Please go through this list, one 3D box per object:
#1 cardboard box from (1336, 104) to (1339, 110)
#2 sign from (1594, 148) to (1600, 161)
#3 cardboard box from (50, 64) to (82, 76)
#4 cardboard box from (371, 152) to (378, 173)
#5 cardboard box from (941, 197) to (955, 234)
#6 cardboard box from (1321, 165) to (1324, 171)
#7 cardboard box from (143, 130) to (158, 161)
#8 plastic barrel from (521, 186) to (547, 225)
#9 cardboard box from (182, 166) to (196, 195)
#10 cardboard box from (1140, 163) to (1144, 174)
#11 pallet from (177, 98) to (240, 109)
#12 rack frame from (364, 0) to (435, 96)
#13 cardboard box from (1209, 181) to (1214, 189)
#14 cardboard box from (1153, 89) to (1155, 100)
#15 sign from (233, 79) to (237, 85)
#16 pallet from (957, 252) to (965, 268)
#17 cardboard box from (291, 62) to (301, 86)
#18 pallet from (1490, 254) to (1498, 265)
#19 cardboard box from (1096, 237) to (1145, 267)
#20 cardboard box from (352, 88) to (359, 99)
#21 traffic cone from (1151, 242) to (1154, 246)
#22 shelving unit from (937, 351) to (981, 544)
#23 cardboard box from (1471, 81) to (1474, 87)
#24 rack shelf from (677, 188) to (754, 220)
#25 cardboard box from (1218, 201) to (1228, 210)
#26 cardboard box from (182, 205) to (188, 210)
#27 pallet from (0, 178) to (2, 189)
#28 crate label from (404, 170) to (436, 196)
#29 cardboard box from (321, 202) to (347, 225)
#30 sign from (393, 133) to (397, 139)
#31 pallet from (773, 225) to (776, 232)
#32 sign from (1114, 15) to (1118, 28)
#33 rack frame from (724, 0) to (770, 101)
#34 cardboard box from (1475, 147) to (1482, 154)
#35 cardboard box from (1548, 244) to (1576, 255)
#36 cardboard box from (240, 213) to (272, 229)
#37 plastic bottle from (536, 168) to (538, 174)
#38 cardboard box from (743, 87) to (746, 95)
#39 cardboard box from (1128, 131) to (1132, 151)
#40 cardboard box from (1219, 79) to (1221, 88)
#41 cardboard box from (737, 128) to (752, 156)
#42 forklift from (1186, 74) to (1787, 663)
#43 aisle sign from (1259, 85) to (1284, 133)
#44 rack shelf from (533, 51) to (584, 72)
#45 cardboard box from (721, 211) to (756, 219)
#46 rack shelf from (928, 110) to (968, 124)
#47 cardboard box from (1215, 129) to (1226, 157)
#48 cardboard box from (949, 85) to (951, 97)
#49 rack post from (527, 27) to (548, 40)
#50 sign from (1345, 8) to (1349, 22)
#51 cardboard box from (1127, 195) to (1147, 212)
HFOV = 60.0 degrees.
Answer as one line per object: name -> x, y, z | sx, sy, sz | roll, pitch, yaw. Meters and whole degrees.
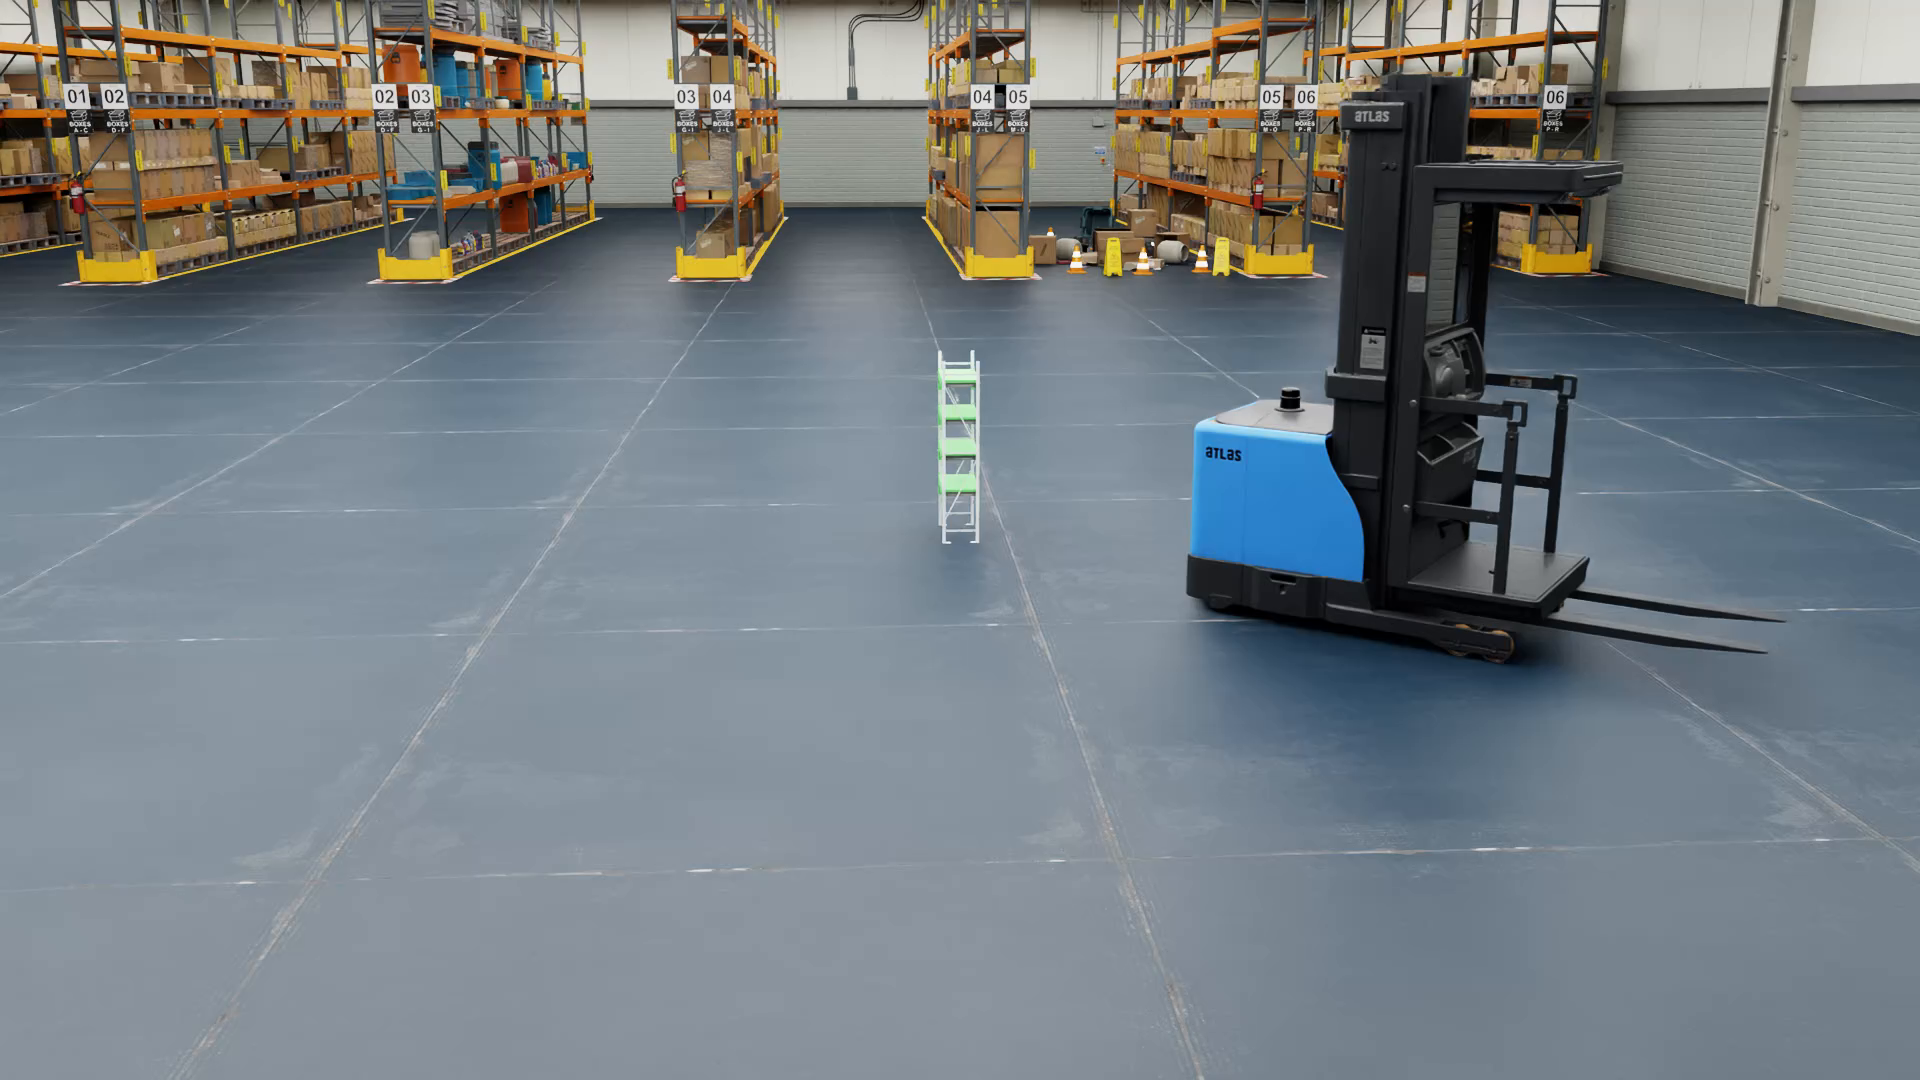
cardboard box -> 9.492, -10.674, 40.978 | 0.380, 0.149, 0.250 | -1, 14, -4
sign -> 11.119, -6.678, 29.064 | 0.100, 0.325, 0.005 | -1, 14, -3
cardboard box -> -19.882, -10.457, 37.040 | 0.500, 0.250, 0.500 | -1, 14, -5
cardboard box -> -14.767, -9.372, 41.233 | 0.500, 0.500, 0.500 | -1, 14, -4
cardboard box -> 0.129, -6.985, 35.825 | 1.050, 0.750, 0.750 | -1, 14, -4
cardboard box -> 9.472, -9.535, 42.570 | 0.380, 0.149, 0.250 | -1, 14, -4
cardboard box -> -14.225, -6.767, 28.504 | 0.700, 0.500, 0.500 | -1, 14, -5
plastic barrel -> -9.907, -7.766, 38.558 | 0.600, 0.901, 0.708 | -1, 14, -3
cardboard box -> -14.315, -6.508, 30.098 | 0.700, 0.500, 0.500 | -1, 14, -3
cardboard box -> 4.631, -8.934, 40.029 | 0.500, 0.250, 0.500 | -1, 14, -5
pallet -> -14.483, -8.404, 32.036 | 0.805, 0.209, 1.217 | -1, 15, -6
rack frame -> -9.224, -8.811, 27.213 | 1.000, 3.000, 0.127 | -1, 14, -3
cardboard box -> 5.062, -6.925, 32.427 | 0.380, 0.149, 0.250 | -1, 14, -4
cardboard box -> 4.631, -10.251, 38.255 | 0.396, 0.266, 0.258 | 0, 14, 1
sign -> -15.205, -9.515, 34.931 | 0.100, 0.325, 0.005 | -1, 14, -3
pallet -> 0.476, -5.184, 30.750 | 1.003, 0.211, 1.213 | -1, 14, -3
cardboard box -> -14.747, -10.168, 36.297 | 0.500, 0.500, 0.500 | -1, 14, -3
pallet -> 10.403, -5.355, 31.415 | 1.003, 0.211, 1.213 | -1, 14, -3
cardboard box -> 2.975, -5.324, 30.710 | 0.797, 0.503, 0.637 | -13, 20, -42
cardboard box -> -14.726, -10.686, 39.817 | 0.500, 0.250, 0.500 | -1, 14, -3
traffic cone -> 3.889, -6.188, 34.150 | 0.336, 0.463, 0.334 | -1, 14, -3
shelving unit -> -0.010, -0.622, 11.037 | 0.258, 1.200, 0.503 | -1, 14, -3
cardboard box -> 10.029, -9.045, 33.278 | 0.500, 0.311, 0.500 | -1, 14, -5
rack shelf -> -4.404, -6.131, 30.281 | 1.077, 0.370, 4.000 | -1, 14, -3
cardboard box -> 5.111, -6.369, 31.628 | 0.380, 0.149, 0.250 | 0, 14, -1
cardboard box -> -19.929, -8.428, 41.937 | 0.700, 0.500, 0.500 | -1, 14, -4
pallet -> -19.262, -6.847, 32.004 | 1.003, 0.211, 1.213 | -1, 14, -3
crate label -> -9.608, -6.377, 29.719 | 0.502, 0.435, 0.616 | -1, 14, -3
cardboard box -> -14.572, -7.576, 38.585 | 0.500, 0.500, 0.500 | -1, 14, -3
sign -> -14.604, -10.527, 42.963 | 0.100, 0.325, 0.005 | -1, 14, -3
pallet -> -4.901, -7.426, 39.463 | 1.003, 0.211, 1.213 | -1, 14, -3
sign -> 4.065, -13.542, 43.407 | 0.100, 0.325, 0.005 | -1, 14, -3
rack frame -> -5.024, -11.872, 39.110 | 1.000, 3.000, 0.127 | -1, 14, -3
cardboard box -> 10.085, -7.438, 31.816 | 0.380, 0.149, 0.250 | -1, 14, -2
cardboard box -> 10.729, -5.210, 29.931 | 0.500, 0.250, 0.500 | -1, 14, -3
cardboard box -> -14.289, -6.458, 33.654 | 0.500, 0.311, 0.500 | 0, 14, -2
plastic bottle -> -9.455, -8.181, 37.060 | 0.097, 0.271, 0.097 | 0, 14, 0
cardboard box -> -4.149, -8.277, 30.657 | 0.380, 0.149, 0.250 | -1, 14, -5
cardboard box -> 4.498, -10.018, 41.737 | 0.500, 0.500, 0.500 | -1, 14, -3
cardboard box -> 5.109, -8.634, 31.448 | 0.380, 0.149, 0.250 | -1, 14, -5
cardboard box -> -4.226, -7.546, 31.532 | 0.500, 0.500, 0.500 | -1, 14, -3
forklift -> 2.811, -0.937, 8.786 | 3.031, 2.935, 1.130 | 9, 17, 32
aisle sign -> 5.325, -7.375, 28.451 | 0.394, 0.787, 0.004 | -1, 14, -3
rack shelf -> -10.091, -11.751, 40.885 | 1.077, 0.370, 4.000 | -1, 14, -3
cardboard box -> -4.667, -6.670, 35.066 | 0.700, 0.500, 0.500 | -2, 15, -8
rack shelf -> -0.191, -10.620, 41.706 | 1.077, 0.370, 4.000 | -1, 14, -3
cardboard box -> 5.188, -7.442, 31.125 | 0.700, 0.500, 0.500 | -1, 14, -5
cardboard box -> 0.037, -9.347, 34.574 | 0.500, 0.250, 0.500 | 0, 14, -2
rack post -> -9.946, -11.549, 38.006 | 0.937, 0.300, 0.954 | -1, 14, -4
sign -> 9.278, -12.590, 39.865 | 0.100, 0.325, 0.005 | -1, 14, -3
cardboard box -> 4.825, -8.687, 43.069 | 0.875, 0.438, 0.875 | 0, 14, -2
